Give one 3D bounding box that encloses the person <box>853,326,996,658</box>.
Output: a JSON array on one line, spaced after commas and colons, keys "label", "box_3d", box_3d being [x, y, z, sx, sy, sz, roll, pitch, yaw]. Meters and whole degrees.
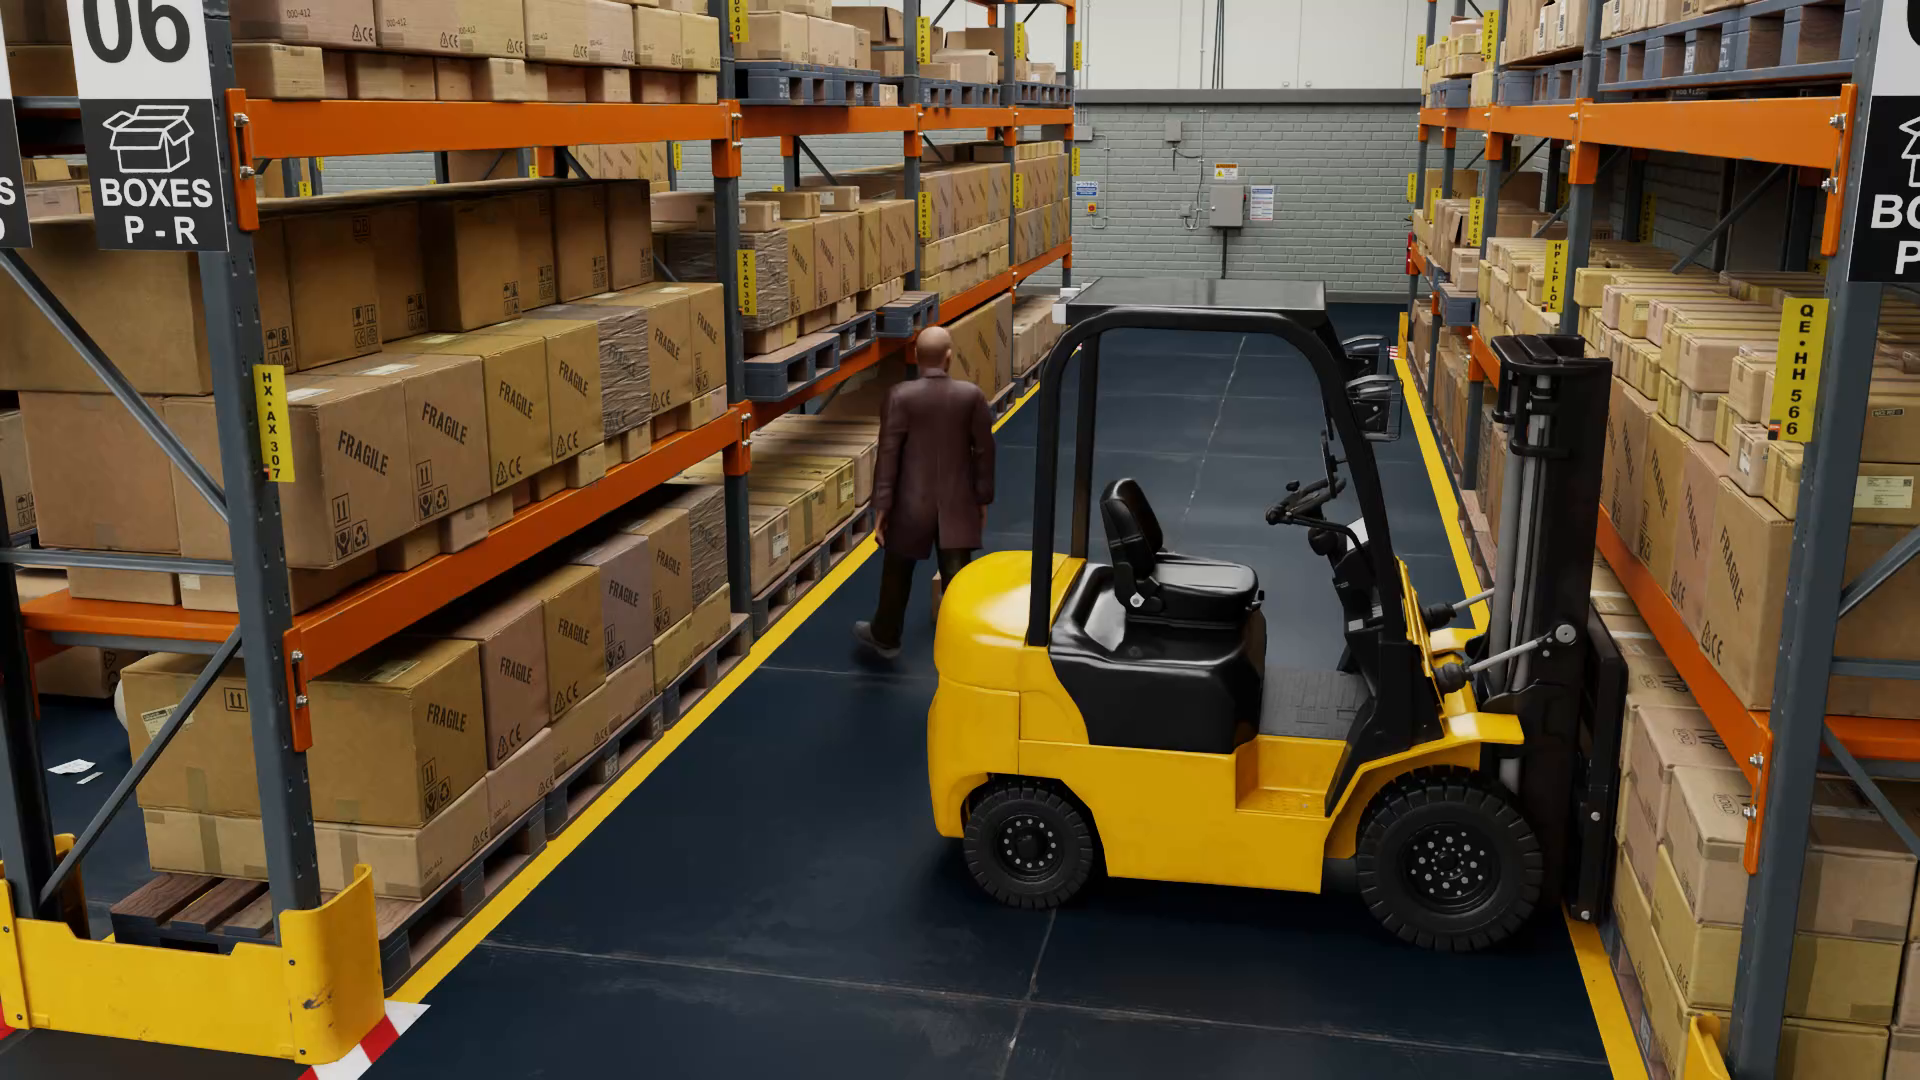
[{"label": "person", "box_3d": [-0.157, -0.195, 8.262, 0.650, 1.732, 0.986, -3, 15, -11]}]
